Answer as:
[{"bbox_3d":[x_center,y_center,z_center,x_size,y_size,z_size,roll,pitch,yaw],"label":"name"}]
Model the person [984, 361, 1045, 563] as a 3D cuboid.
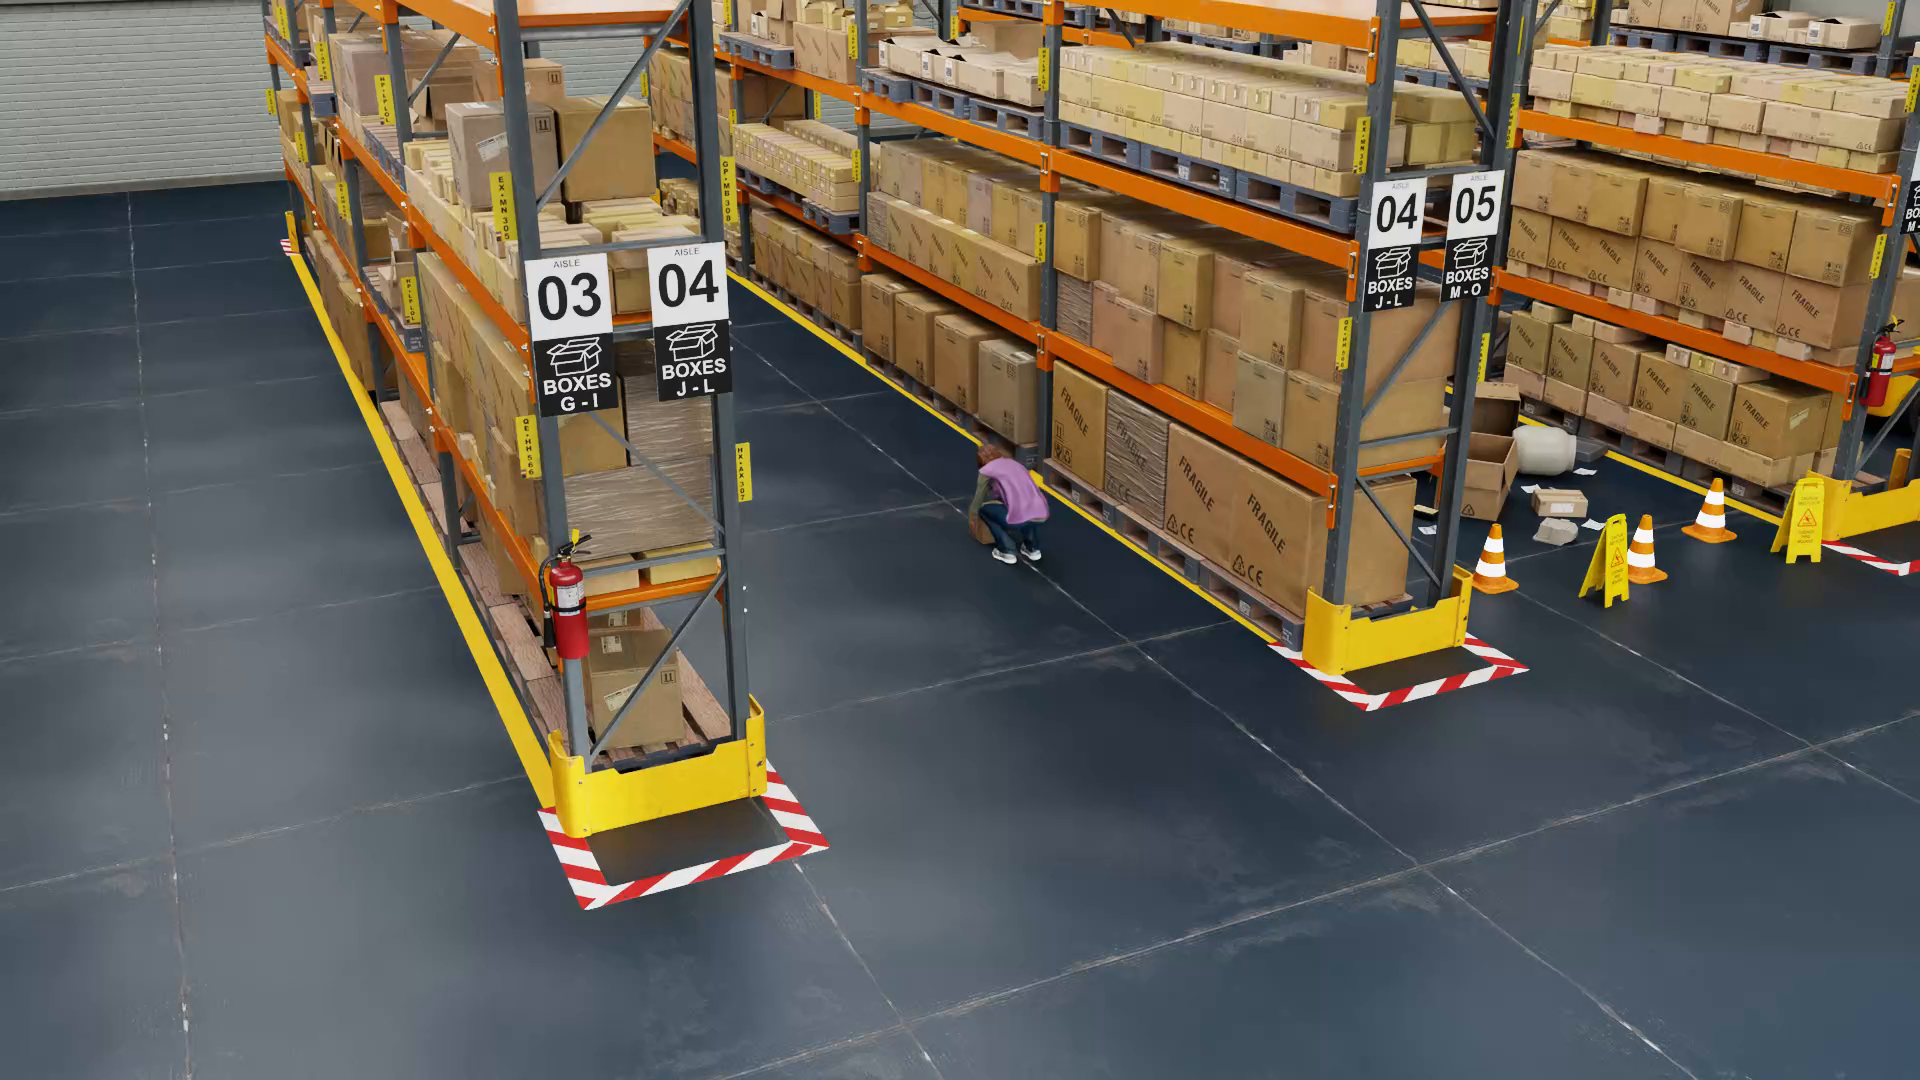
[{"bbox_3d":[0.410,-0.618,12.495,0.407,1.588,0.496,-10,25,-23],"label":"person"}]
